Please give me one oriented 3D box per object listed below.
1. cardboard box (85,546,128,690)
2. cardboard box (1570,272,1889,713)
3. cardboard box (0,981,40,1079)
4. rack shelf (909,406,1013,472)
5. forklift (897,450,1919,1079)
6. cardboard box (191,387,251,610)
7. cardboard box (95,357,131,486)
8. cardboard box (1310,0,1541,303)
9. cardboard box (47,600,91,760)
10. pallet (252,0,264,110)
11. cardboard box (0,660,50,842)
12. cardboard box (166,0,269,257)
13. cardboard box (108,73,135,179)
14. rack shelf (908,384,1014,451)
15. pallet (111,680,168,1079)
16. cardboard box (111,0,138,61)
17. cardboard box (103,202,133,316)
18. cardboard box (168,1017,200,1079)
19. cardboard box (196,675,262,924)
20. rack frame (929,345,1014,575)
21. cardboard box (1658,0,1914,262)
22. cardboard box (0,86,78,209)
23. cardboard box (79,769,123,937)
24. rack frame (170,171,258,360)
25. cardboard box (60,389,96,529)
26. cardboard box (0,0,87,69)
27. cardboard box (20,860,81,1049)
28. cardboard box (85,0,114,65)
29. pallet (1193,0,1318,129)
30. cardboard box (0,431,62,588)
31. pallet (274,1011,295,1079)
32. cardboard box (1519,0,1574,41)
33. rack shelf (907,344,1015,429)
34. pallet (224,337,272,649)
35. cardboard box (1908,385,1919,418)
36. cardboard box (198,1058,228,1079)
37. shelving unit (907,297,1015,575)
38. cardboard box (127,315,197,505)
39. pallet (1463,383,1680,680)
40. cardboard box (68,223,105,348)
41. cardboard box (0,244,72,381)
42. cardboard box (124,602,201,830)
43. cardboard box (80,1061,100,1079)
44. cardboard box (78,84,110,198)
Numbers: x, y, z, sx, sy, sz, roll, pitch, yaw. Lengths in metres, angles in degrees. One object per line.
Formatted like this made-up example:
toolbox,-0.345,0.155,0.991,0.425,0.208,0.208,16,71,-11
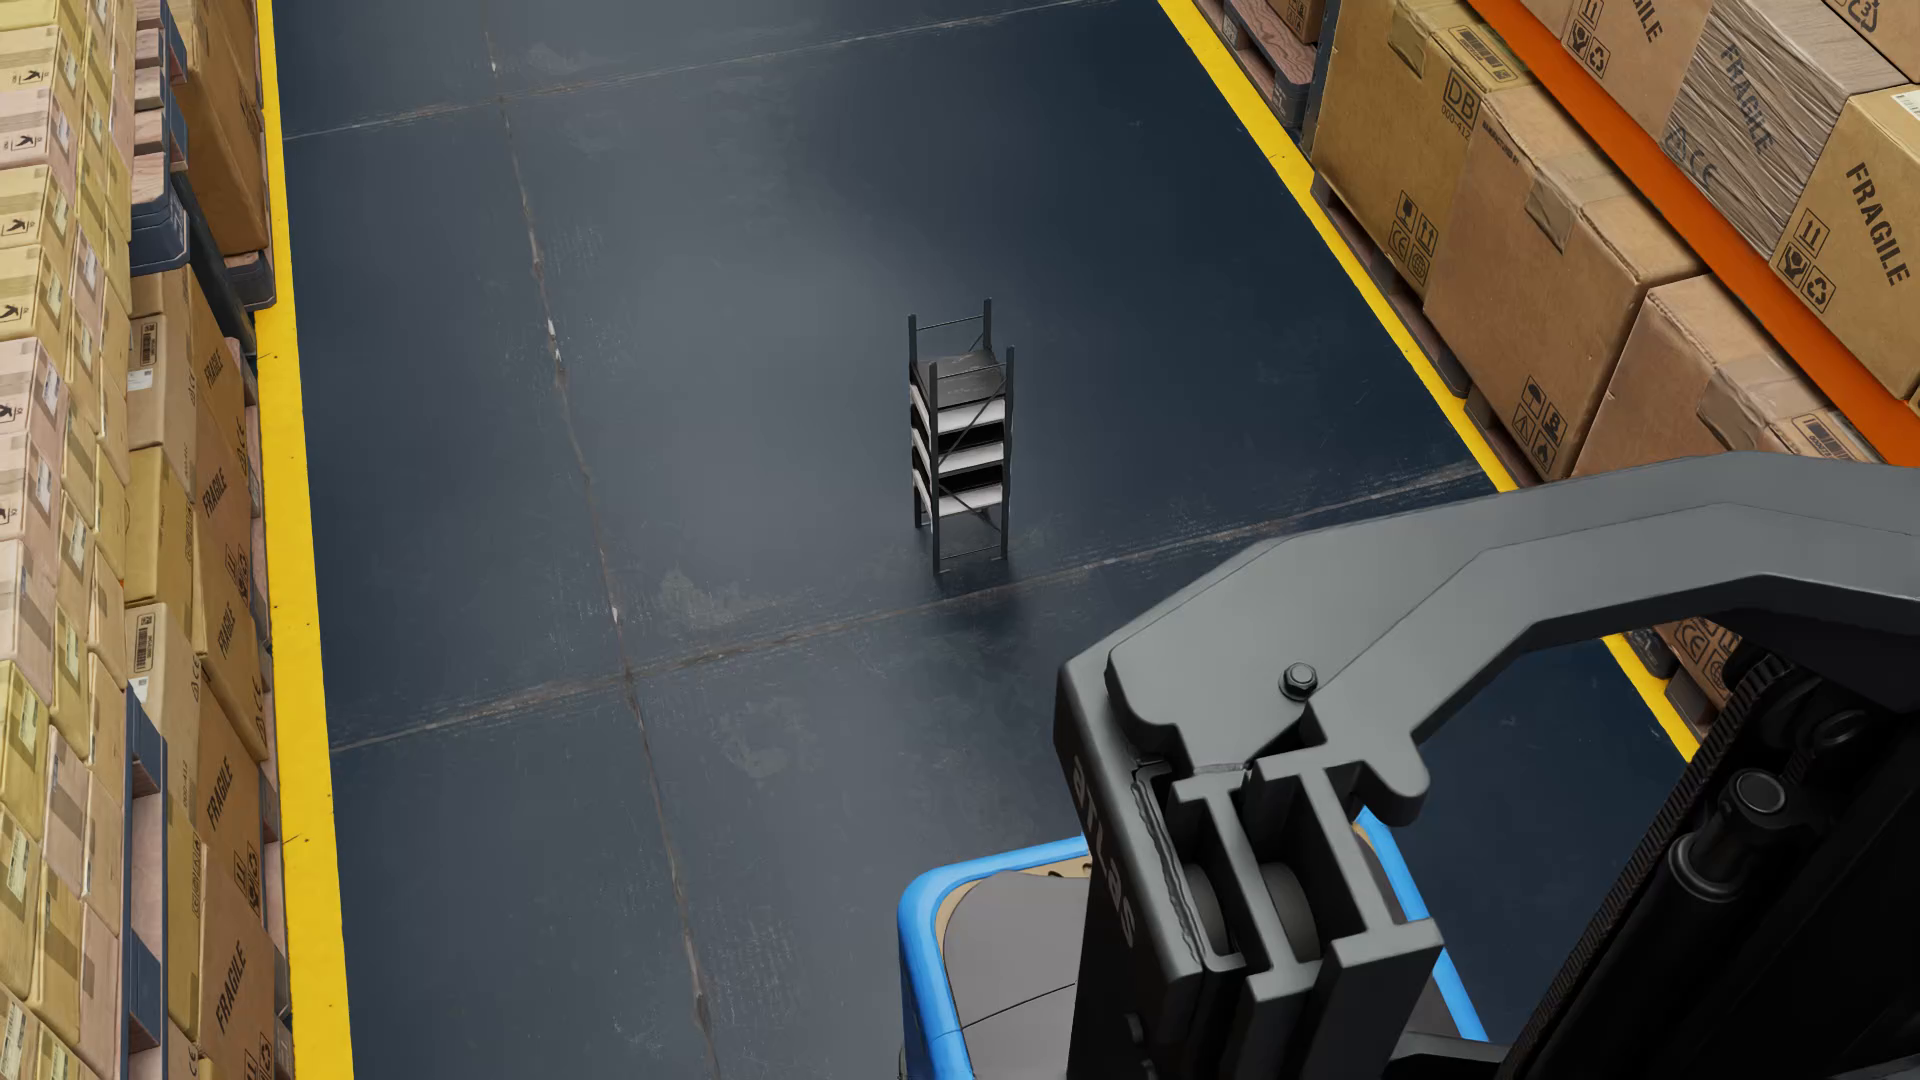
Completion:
cardboard box,-1.741,0.186,3.021,0.380,0.149,0.250,-15,52,-13
cardboard box,2.537,-0.227,4.595,1.225,0.875,0.875,-15,51,-12
cardboard box,-1.435,0.749,2.158,0.380,0.149,0.250,-11,51,-9
rack shelf,0.002,-0.321,4.858,0.258,0.077,0.200,-13,51,-11
forklift,0.711,1.421,2.135,1.130,2.935,3.031,-11,51,-9
cardboard box,-2.346,-0.063,4.702,0.500,0.500,0.500,-11,51,-10
cardboard box,-1.897,-0.197,3.344,0.380,0.149,0.250,-15,52,-13
cardboard box,2.012,-1.524,5.688,1.225,0.875,0.875,-15,52,-13
cardboard box,-1.667,0.277,2.749,0.380,0.149,0.250,-15,52,-13
pallet,-3.459,-2.119,6.898,1.003,0.211,1.213,-13,51,-11
cardboard box,-1.596,0.359,2.486,0.380,0.149,0.250,-13,51,-11
cardboard box,-3.034,-1.410,5.674,1.050,0.750,0.750,-14,51,-11
cardboard box,-2.207,-0.964,3.990,0.380,0.149,0.250,-13,51,-10
rack shelf,0.002,-0.379,4.789,0.258,0.077,0.200,-13,51,-11
pallet,-1.844,0.857,2.691,1.003,0.211,1.213,-13,51,-11
cardboard box,-2.355,-1.333,4.302,0.380,0.149,0.250,-13,51,-10
cardboard box,-2.056,-0.584,3.670,0.380,0.149,0.250,-15,52,-13
cardboard box,-1.724,1.216,3.133,0.500,0.250,0.500,-15,52,-13
cardboard box,-2.048,0.692,4.065,0.500,0.500,0.500,-13,51,-10
rack frame,0.032,-0.210,4.838,0.240,0.900,0.006,-13,51,-11
cardboard box,2.167,-1.083,4.136,0.500,0.500,0.500,-13,51,-11
cardboard box,-2.060,-0.780,3.446,0.380,0.149,0.250,-13,51,-11
cardboard box,-1.592,0.556,2.709,0.380,0.149,0.250,-13,51,-11
rack frame,-2.940,-1.535,4.582,1.000,3.000,0.127,-13,51,-11
cardboard box,-1.827,-0.113,3.078,0.380,0.149,0.250,-14,51,-12
cardboard box,-2.208,-1.152,3.759,0.380,0.149,0.250,-12,51,-10
cardboard box,-1.513,0.656,2.430,0.380,0.149,0.250,-14,51,-12
cardboard box,-2.279,-1.233,4.022,0.380,0.149,0.250,-12,51,-10
pallet,1.598,-2.255,7.013,1.003,0.211,1.213,-13,51,-11
cardboard box,-1.744,-0.011,2.798,0.380,0.149,0.250,-14,51,-11
pallet,-1.989,1.717,3.664,1.003,0.211,1.213,-13,51,-11
cardboard box,1.866,-1.822,4.759,0.500,0.500,0.500,-15,51,-12
rack shelf,0.002,-0.437,4.720,0.258,0.077,0.200,-13,51,-11
pallet,-2.711,-0.065,5.167,1.003,0.211,1.213,-13,51,-11
cardboard box,2.472,-0.336,3.506,0.500,0.500,0.500,-12,51,-10
cardboard box,-1.723,1.457,3.420,0.500,0.500,0.500,-12,51,-10
shelving unit,0.002,-0.284,4.901,0.258,0.900,0.210,-13,51,-11
cardboard box,-2.328,-0.300,4.411,0.500,0.250,0.500,-13,51,-10
pallet,2.346,-0.202,5.282,1.003,0.211,1.213,-13,51,-11
cardboard box,-1.976,-0.486,3.393,0.380,0.149,0.250,-12,51,-10
cardboard box,-1.901,-0.392,3.119,0.380,0.149,0.250,-12,51,-10
cardboard box,-2.030,0.454,3.775,0.500,0.250,0.500,-12,51,-10
cardboard box,-1.435,0.940,2.385,0.380,0.149,0.250,-16,52,-13
cardboard box,-2.125,-0.858,3.707,0.380,0.149,0.250,-13,51,-11
